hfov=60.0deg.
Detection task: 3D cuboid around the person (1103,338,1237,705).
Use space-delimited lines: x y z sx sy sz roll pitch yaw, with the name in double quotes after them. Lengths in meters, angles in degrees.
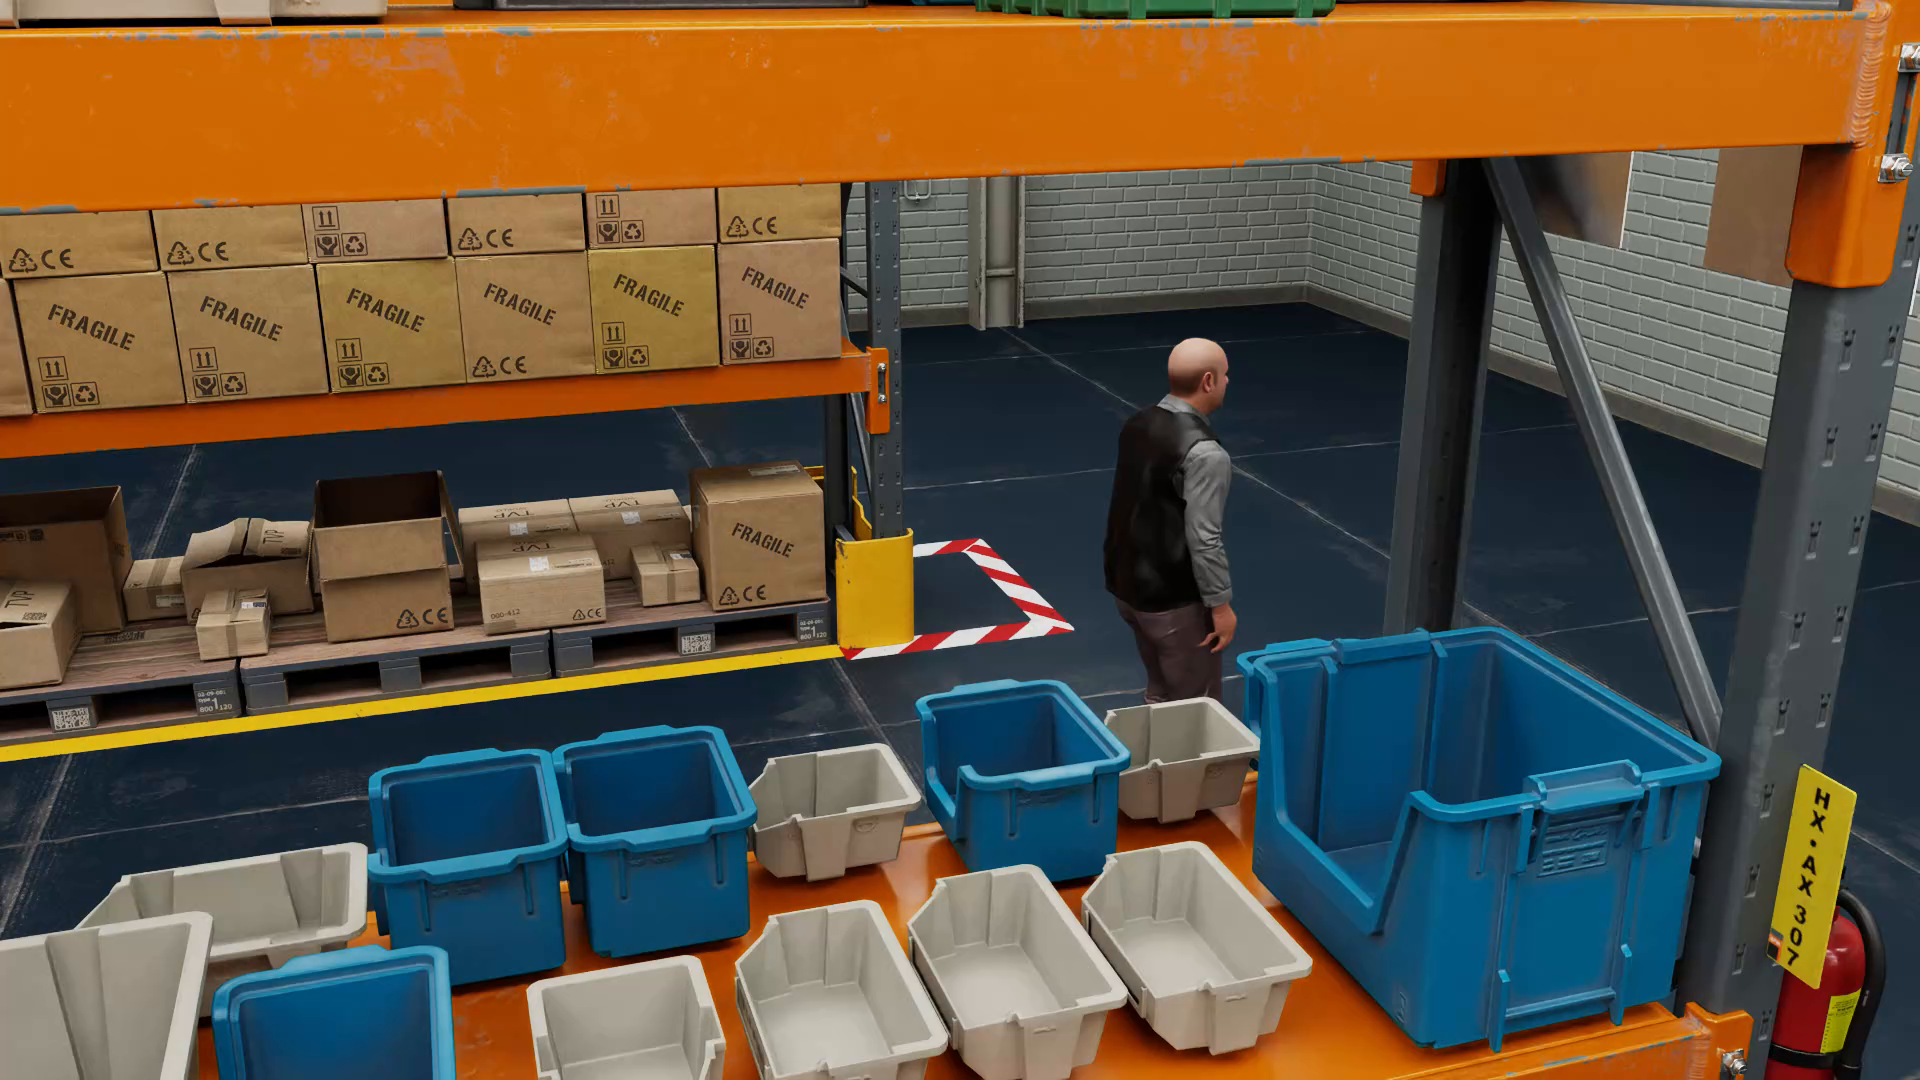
0.728 0.177 5.590 0.469 1.721 0.594 -7 20 -20 "person"
